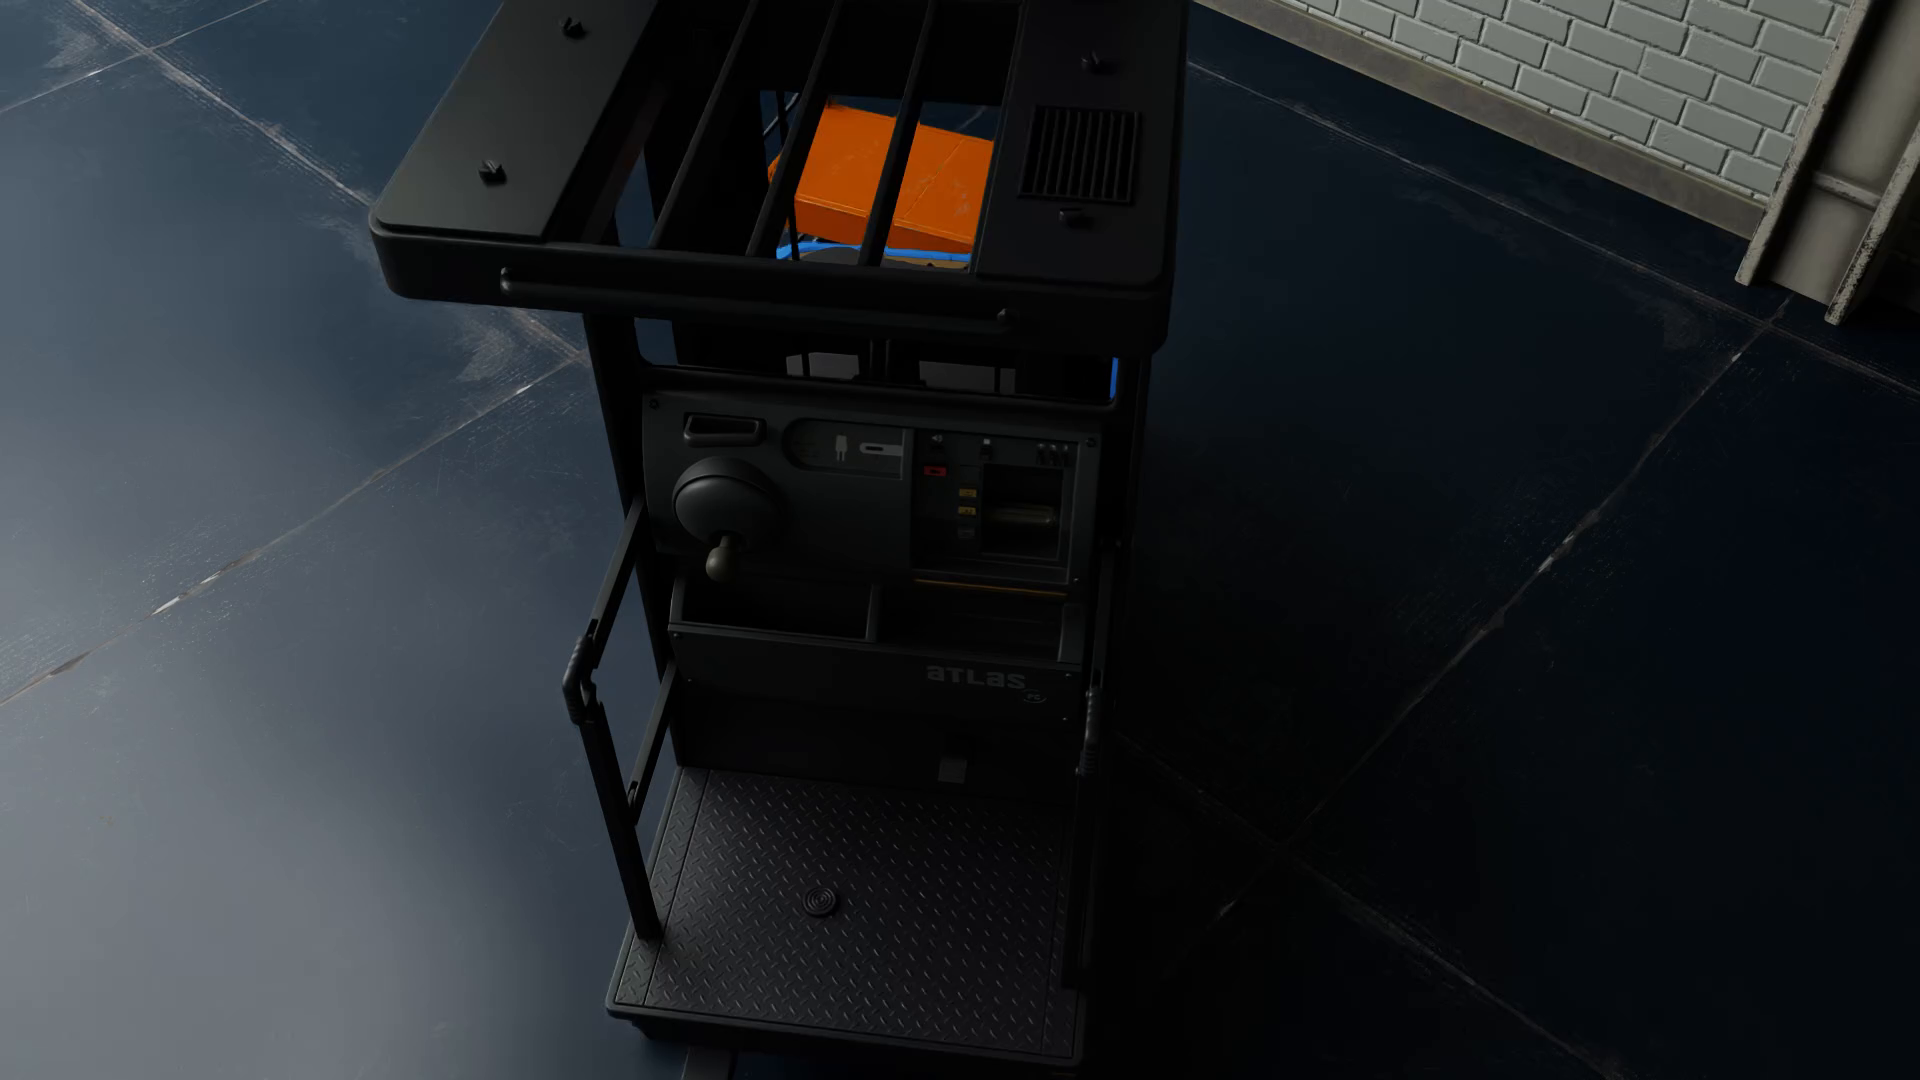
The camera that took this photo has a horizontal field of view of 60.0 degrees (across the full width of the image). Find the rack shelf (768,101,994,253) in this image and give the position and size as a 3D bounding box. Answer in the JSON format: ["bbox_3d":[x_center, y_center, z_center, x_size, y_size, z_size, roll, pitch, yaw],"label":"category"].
[{"bbox_3d":[-0.078,-0.991,5.007,1.000,0.278,0.538,17,49,15],"label":"rack shelf"}]

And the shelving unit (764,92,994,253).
[{"bbox_3d":[-0.078,-0.791,5.221,1.048,1.125,0.538,17,49,15],"label":"shelving unit"}]

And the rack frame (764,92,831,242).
[{"bbox_3d":[-0.546,-0.935,5.356,0.032,1.125,0.500,17,49,15],"label":"rack frame"}]

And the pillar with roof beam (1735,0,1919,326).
[{"bbox_3d":[0.195,-1.721,0.693,0.400,9.000,9.100,34,55,28],"label":"pillar with roof beam"}]

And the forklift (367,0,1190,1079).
[{"bbox_3d":[-0.209,0.010,3.230,1.130,2.935,3.031,5,47,5],"label":"forklift"}]

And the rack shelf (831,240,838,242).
[{"bbox_3d":[-0.078,-0.623,5.399,1.000,0.278,0.538,17,49,15],"label":"rack shelf"}]
